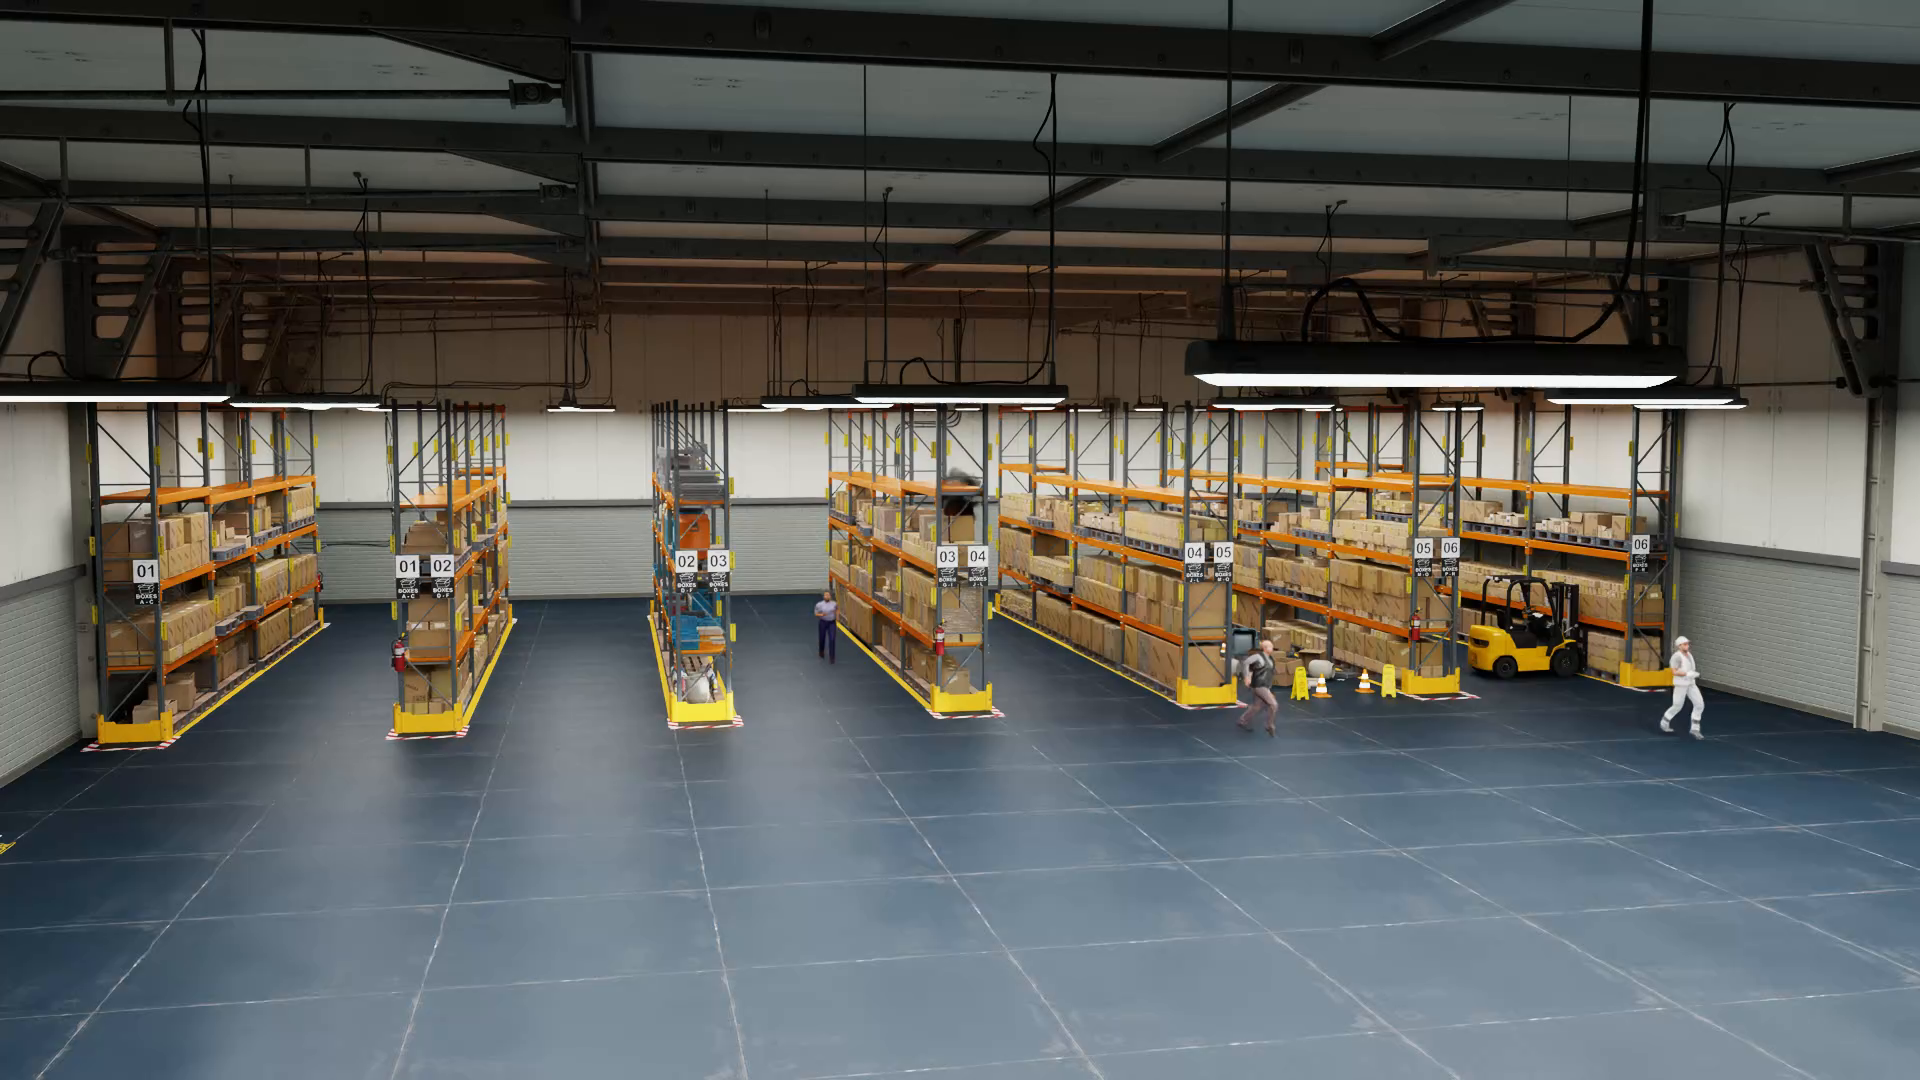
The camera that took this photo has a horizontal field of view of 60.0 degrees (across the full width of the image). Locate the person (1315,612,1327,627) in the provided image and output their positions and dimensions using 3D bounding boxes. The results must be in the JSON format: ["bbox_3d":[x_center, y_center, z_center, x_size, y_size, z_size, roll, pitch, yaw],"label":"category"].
[{"bbox_3d":[9.649,1.522,44.269,0.561,1.660,0.969,-1,5,-18],"label":"person"}]

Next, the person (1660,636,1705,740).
[{"bbox_3d":[12.869,2.611,29.554,0.667,1.806,0.818,-2,5,-27],"label":"person"}]

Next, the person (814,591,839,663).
[{"bbox_3d":[-3.070,1.986,38.482,0.607,1.632,0.941,-1,4,-10],"label":"person"}]

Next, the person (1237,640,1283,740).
[{"bbox_3d":[5.323,2.649,29.527,0.852,1.763,0.679,3,5,36],"label":"person"}]
